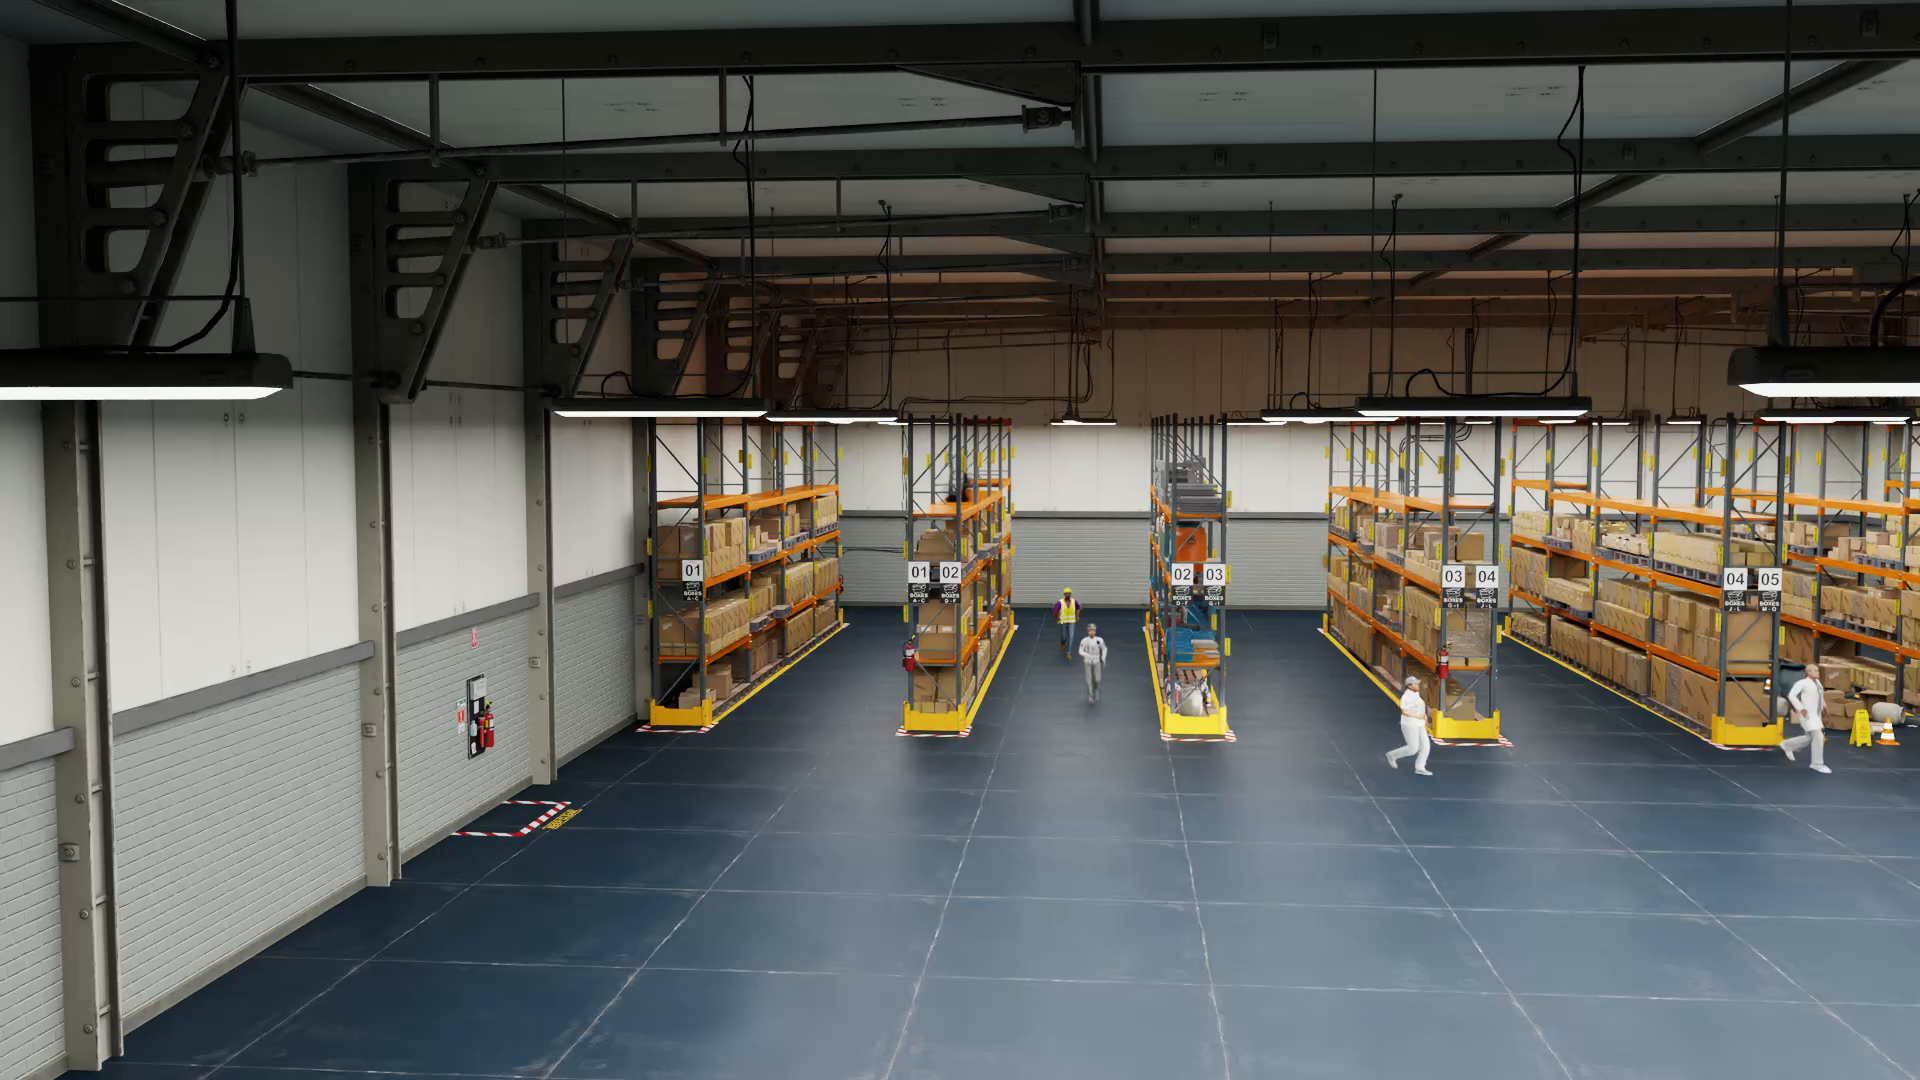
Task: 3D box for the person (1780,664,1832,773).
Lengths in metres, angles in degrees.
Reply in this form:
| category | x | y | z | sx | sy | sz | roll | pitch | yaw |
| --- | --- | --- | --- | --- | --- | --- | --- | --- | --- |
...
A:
| category | x | y | z | sx | sy | sz | roll | pitch | yaw |
| --- | --- | --- | --- | --- | --- | --- | --- | --- | --- |
| person | 14.256 | 2.976 | 28.001 | 0.731 | 1.790 | 0.933 | -3 | 5 | -37 |

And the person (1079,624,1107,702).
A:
| category | x | y | z | sx | sy | sz | roll | pitch | yaw |
| --- | --- | --- | --- | --- | --- | --- | --- | --- | --- |
| person | 2.765 | 2.571 | 34.537 | 0.597 | 1.647 | 0.569 | 0 | 4 | 2 |

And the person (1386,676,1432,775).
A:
| category | x | y | z | sx | sy | sz | roll | pitch | yaw |
| --- | --- | --- | --- | --- | --- | --- | --- | --- | --- |
| person | 7.457 | 3.059 | 27.494 | 0.740 | 1.626 | 0.616 | 3 | 5 | 35 |

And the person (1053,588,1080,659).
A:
| category | x | y | z | sx | sy | sz | roll | pitch | yaw |
| --- | --- | --- | --- | --- | --- | --- | --- | --- | --- |
| person | 2.680 | 2.067 | 41.487 | 0.701 | 1.748 | 0.831 | 0 | 4 | -6 |
